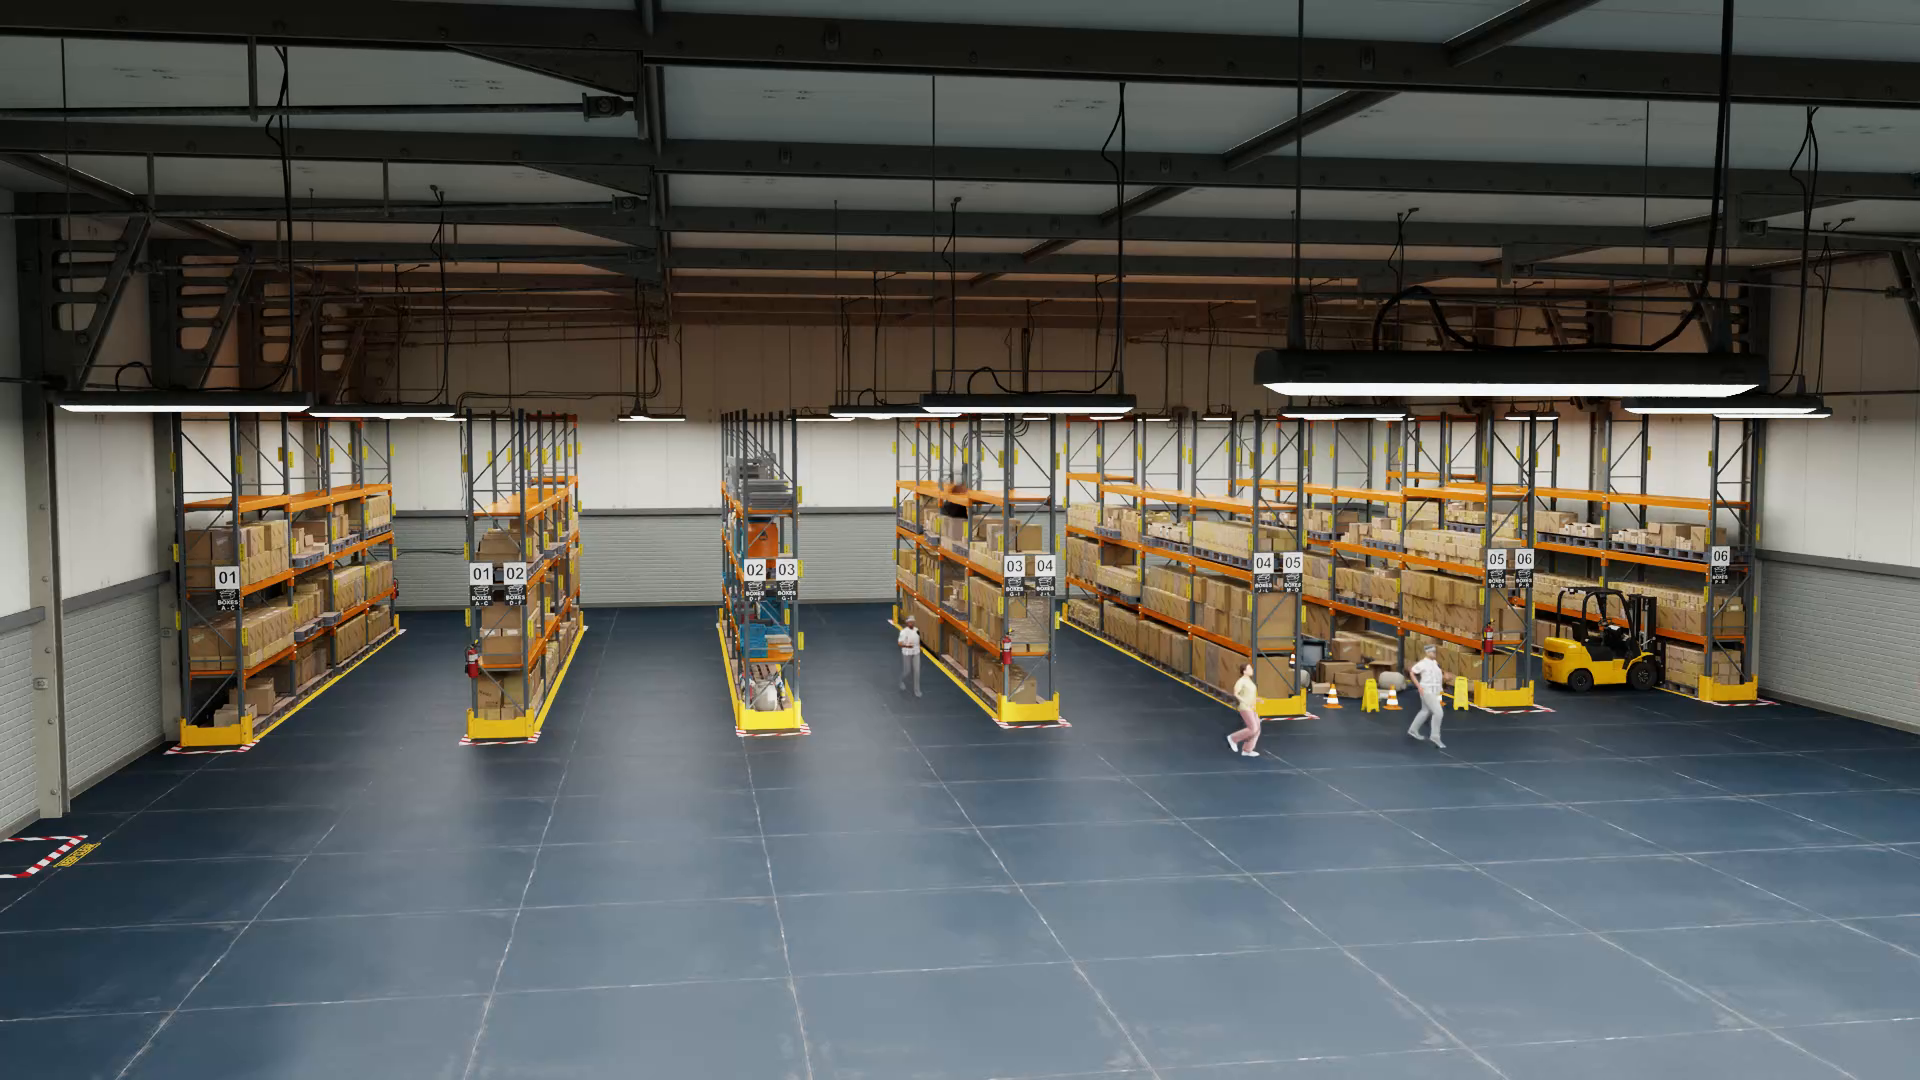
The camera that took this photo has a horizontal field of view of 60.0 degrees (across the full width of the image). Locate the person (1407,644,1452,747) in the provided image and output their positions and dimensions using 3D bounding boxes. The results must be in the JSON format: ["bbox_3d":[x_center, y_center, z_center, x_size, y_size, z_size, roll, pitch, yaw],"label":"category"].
[{"bbox_3d":[8.392,2.768,29.730,0.783,1.851,0.637,2,5,32],"label":"person"}]

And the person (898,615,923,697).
[{"bbox_3d":[-1.042,2.421,35.065,0.581,1.699,0.920,-2,4,-26],"label":"person"}]

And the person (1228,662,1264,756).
[{"bbox_3d":[4.922,2.911,28.653,0.568,1.619,0.578,2,5,29],"label":"person"}]
